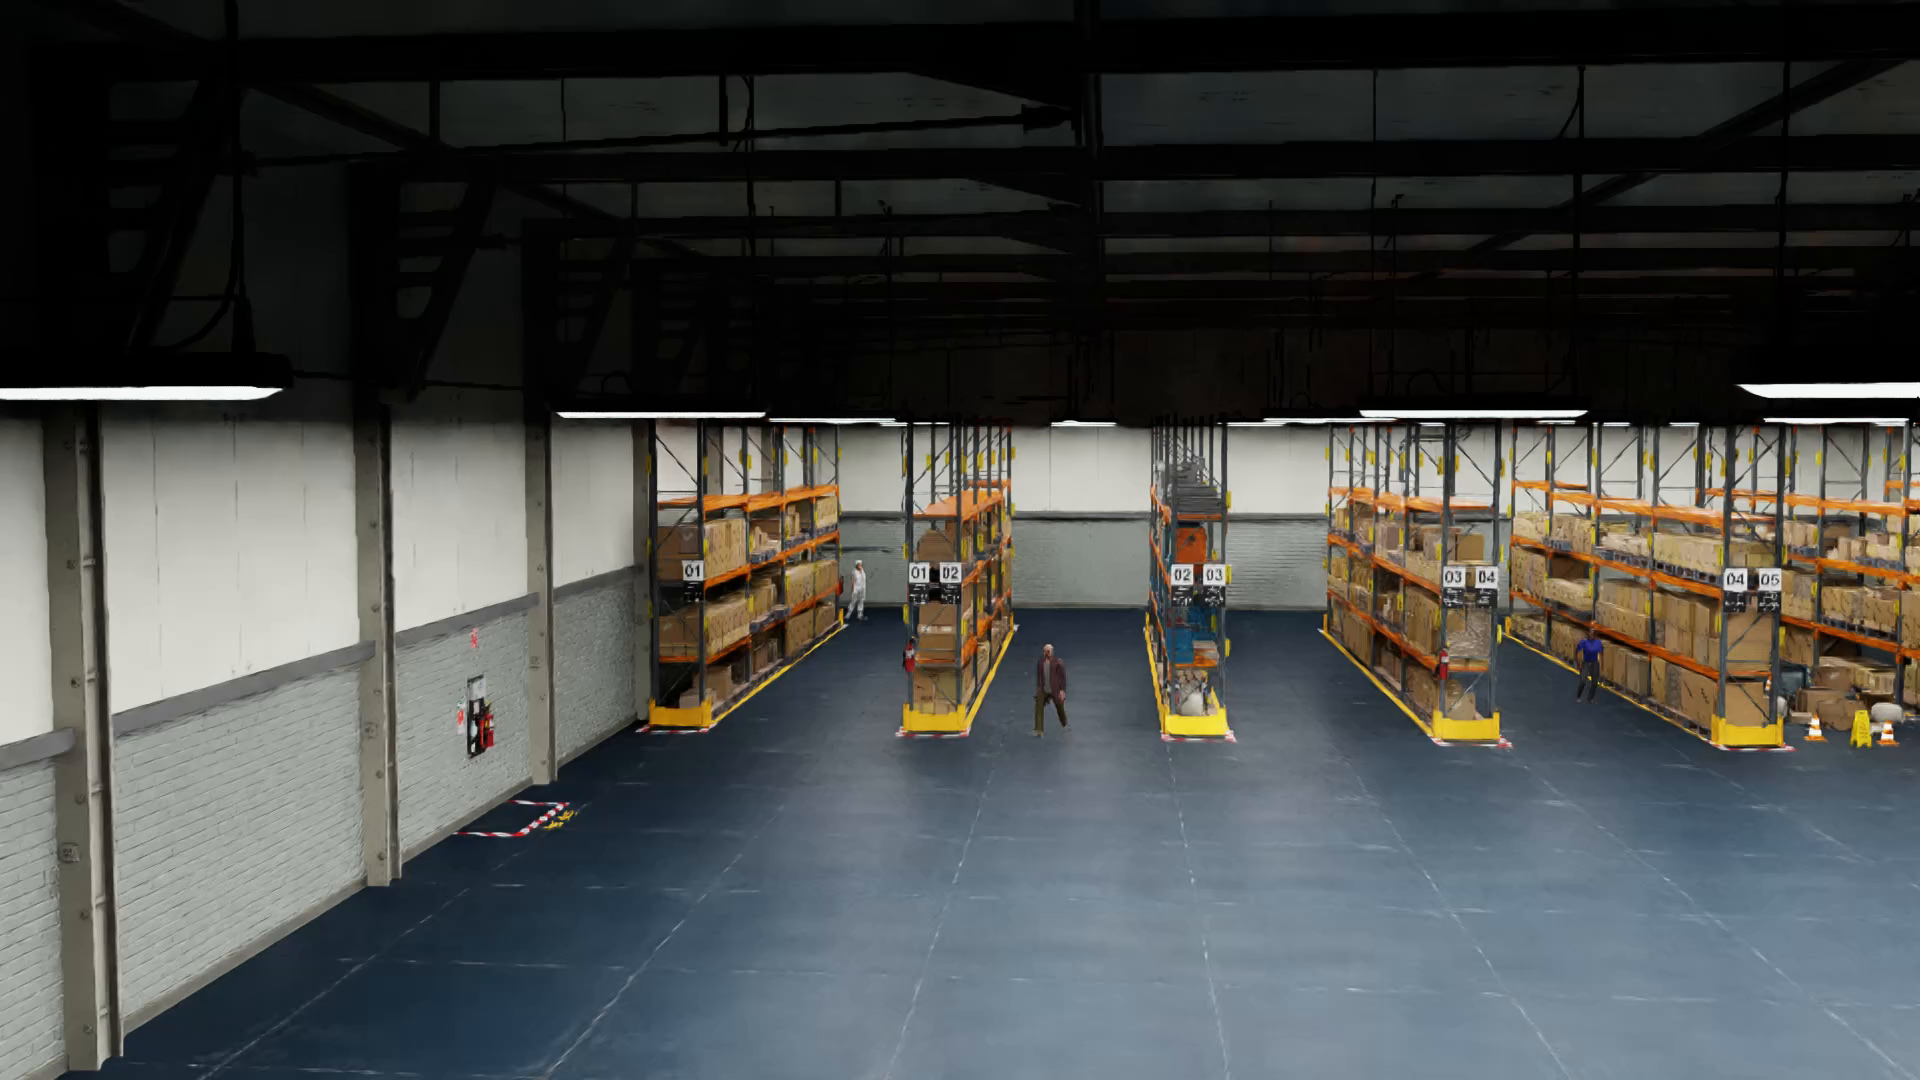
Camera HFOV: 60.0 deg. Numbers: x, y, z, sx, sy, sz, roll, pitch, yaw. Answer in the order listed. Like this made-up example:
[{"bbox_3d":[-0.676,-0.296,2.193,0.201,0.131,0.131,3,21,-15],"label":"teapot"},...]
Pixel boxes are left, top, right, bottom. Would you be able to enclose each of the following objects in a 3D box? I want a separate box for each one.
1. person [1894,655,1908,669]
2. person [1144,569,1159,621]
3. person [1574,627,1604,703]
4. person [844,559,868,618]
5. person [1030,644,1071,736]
[{"bbox_3d":[21.798,2.339,38.571,0.454,1.557,0.467,3,5,35],"label":"person"},{"bbox_3d":[5.843,1.618,49.252,0.526,1.589,0.947,2,4,28],"label":"person"},{"bbox_3d":[13.096,2.600,34.611,0.592,1.604,0.518,0,4,3],"label":"person"},{"bbox_3d":[-3.155,1.477,49.956,0.686,1.787,0.461,-4,5,-42],"label":"person"},{"bbox_3d":[1.703,2.777,31.017,0.634,1.722,1.045,2,4,25],"label":"person"}]
